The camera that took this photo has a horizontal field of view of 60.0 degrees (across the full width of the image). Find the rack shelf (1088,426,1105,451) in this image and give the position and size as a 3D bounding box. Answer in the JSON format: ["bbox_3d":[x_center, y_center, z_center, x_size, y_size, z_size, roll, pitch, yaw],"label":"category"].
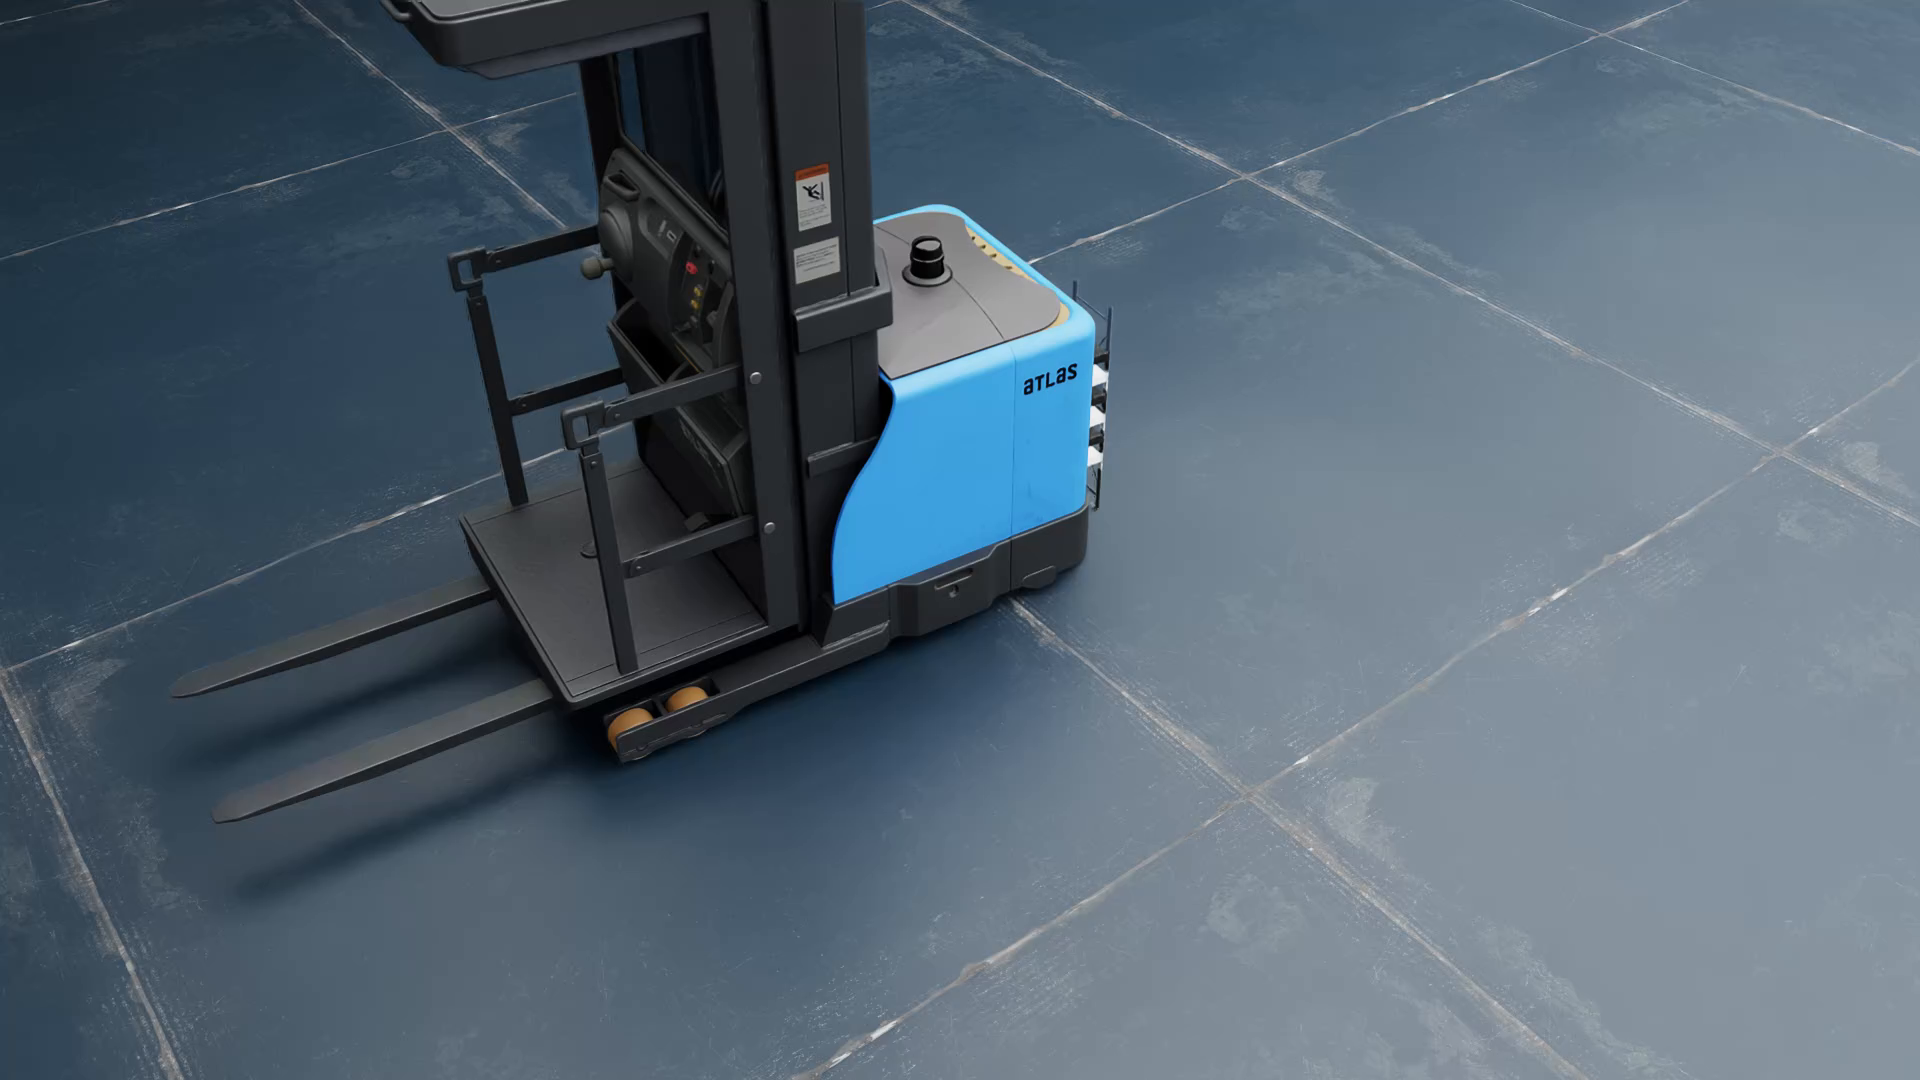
[{"bbox_3d":[0.384,-0.398,6.220,0.200,0.077,0.258,-21,44,-24],"label":"rack shelf"}]

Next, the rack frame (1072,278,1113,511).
[{"bbox_3d":[0.471,-0.526,6.182,0.006,0.900,0.240,-21,44,-24],"label":"rack frame"}]

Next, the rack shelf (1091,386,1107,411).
[{"bbox_3d":[0.384,-0.537,6.106,0.200,0.077,0.258,-21,44,-24],"label":"rack shelf"}]

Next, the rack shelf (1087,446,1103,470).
[{"bbox_3d":[0.384,-0.328,6.277,0.200,0.077,0.258,-21,44,-24],"label":"rack shelf"}]

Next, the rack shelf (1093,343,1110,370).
[{"bbox_3d":[0.384,-0.676,5.991,0.200,0.077,0.258,-21,44,-24],"label":"rack shelf"}]

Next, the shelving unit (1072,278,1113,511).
[{"bbox_3d":[0.384,-0.493,6.141,0.210,0.900,0.258,-21,44,-24],"label":"shelving unit"}]

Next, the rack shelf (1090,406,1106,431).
[{"bbox_3d":[0.384,-0.467,6.163,0.200,0.077,0.258,-21,44,-24],"label":"rack shelf"}]

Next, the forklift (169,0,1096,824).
[{"bbox_3d":[-1.066,-0.806,4.922,3.031,2.935,1.130,-21,44,-24],"label":"forklift"}]

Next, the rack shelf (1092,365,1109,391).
[{"bbox_3d":[0.384,-0.606,6.048,0.200,0.077,0.258,-21,44,-24],"label":"rack shelf"}]
